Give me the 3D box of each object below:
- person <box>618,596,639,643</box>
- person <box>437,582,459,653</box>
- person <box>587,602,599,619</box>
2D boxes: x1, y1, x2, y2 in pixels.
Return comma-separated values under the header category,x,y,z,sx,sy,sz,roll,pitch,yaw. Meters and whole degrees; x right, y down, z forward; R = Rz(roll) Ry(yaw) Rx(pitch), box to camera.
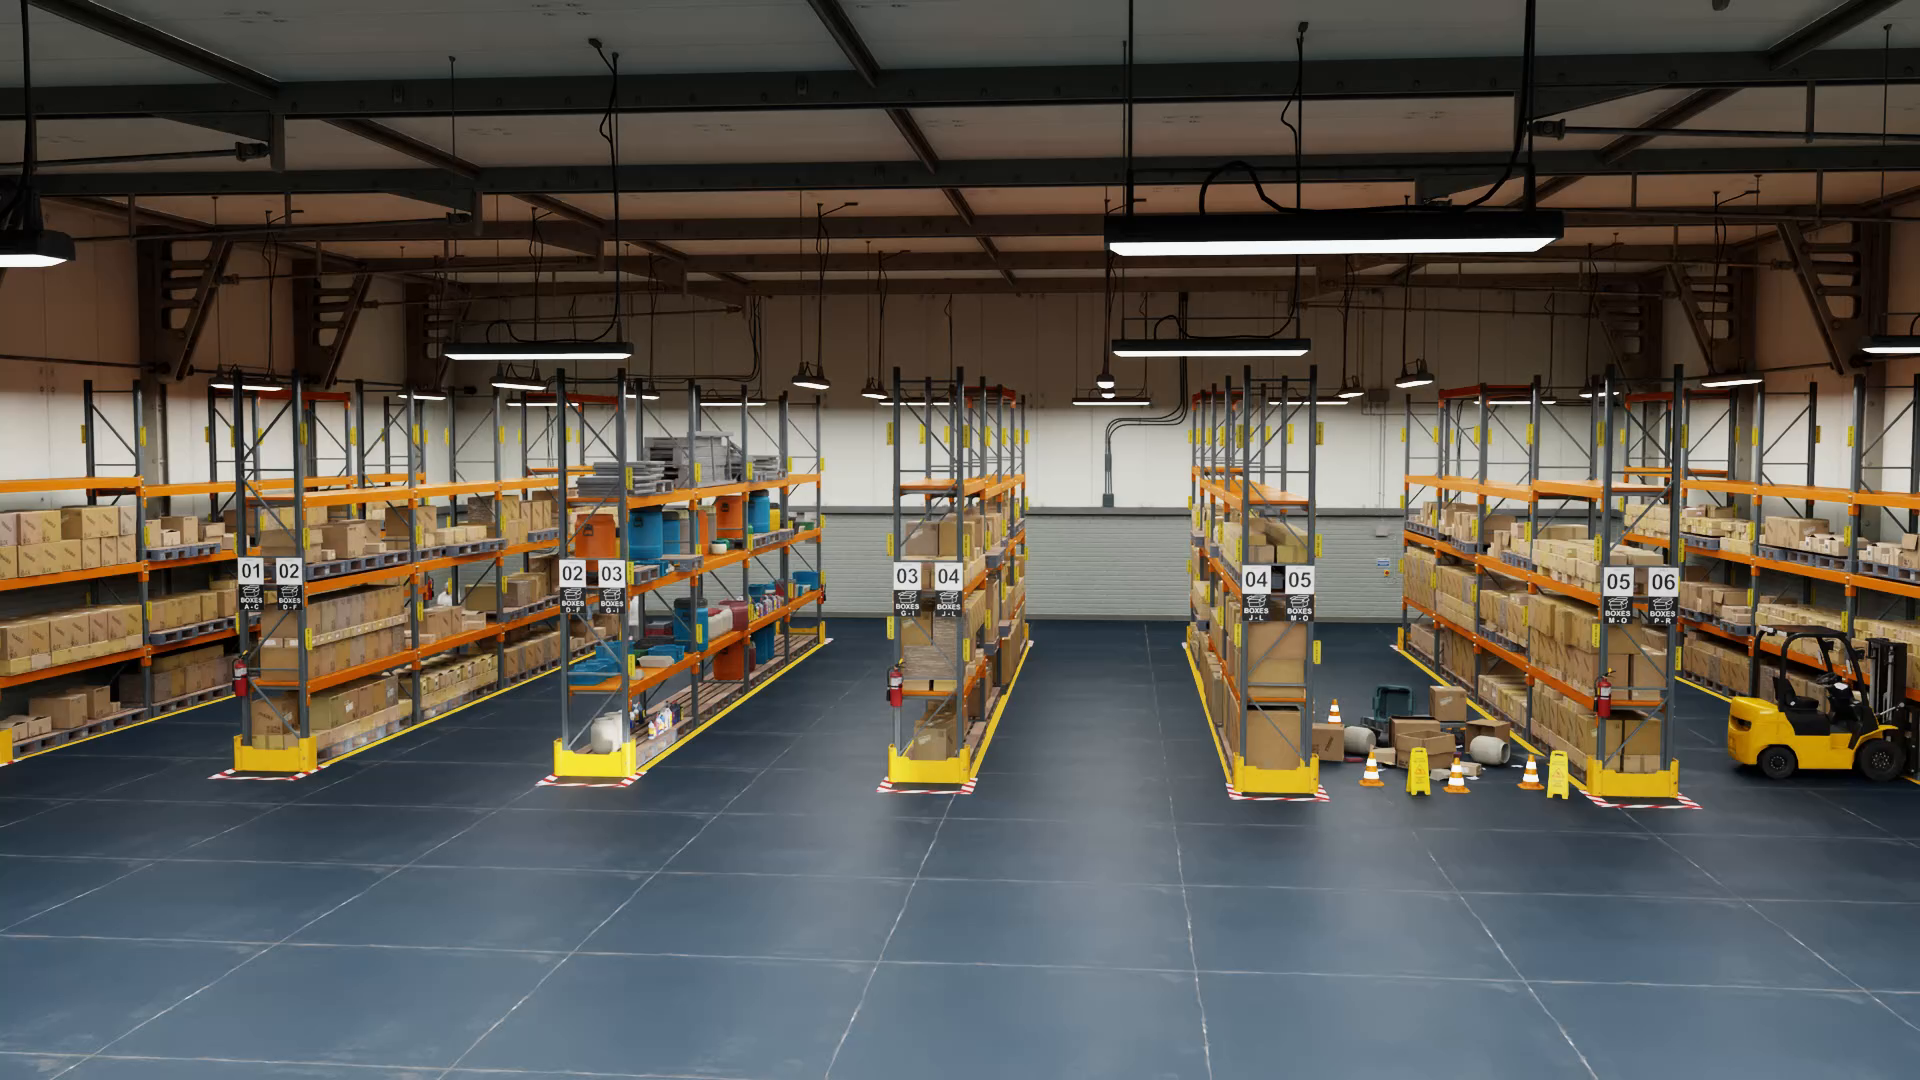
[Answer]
category,x,y,z,sx,sy,sz,roll,pitch,yaw
person,-7.321,1.800,37.130,0.581,1.663,0.819,0,4,2
person,-11.895,1.778,38.675,0.479,1.602,1.043,0,4,5
person,-9.733,1.385,44.239,0.672,1.708,1.085,1,4,8
